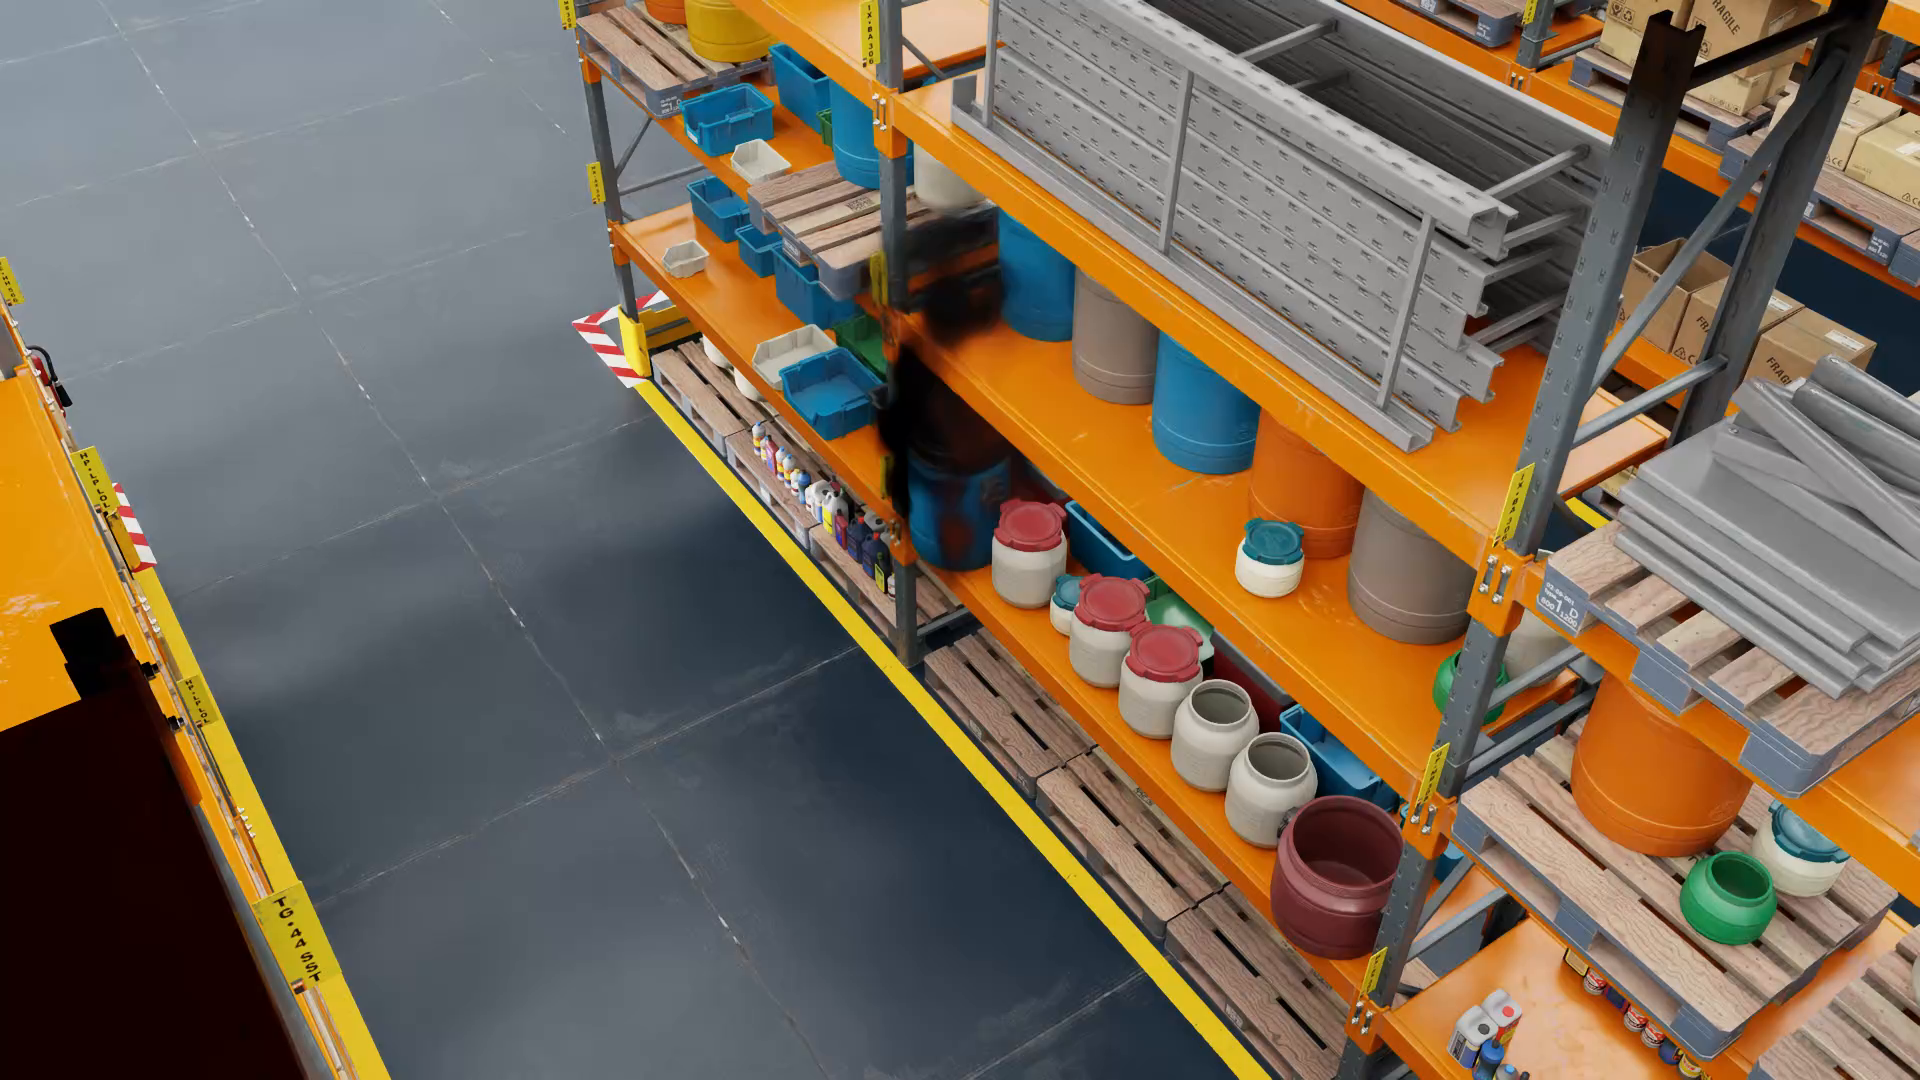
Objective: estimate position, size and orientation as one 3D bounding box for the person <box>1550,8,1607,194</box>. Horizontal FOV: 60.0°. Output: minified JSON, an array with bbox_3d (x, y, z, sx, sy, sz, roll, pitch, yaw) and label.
[{"bbox_3d":[5.464,-3.732,14.522,0.876,1.845,0.608,33,52,31],"label":"person"}]
